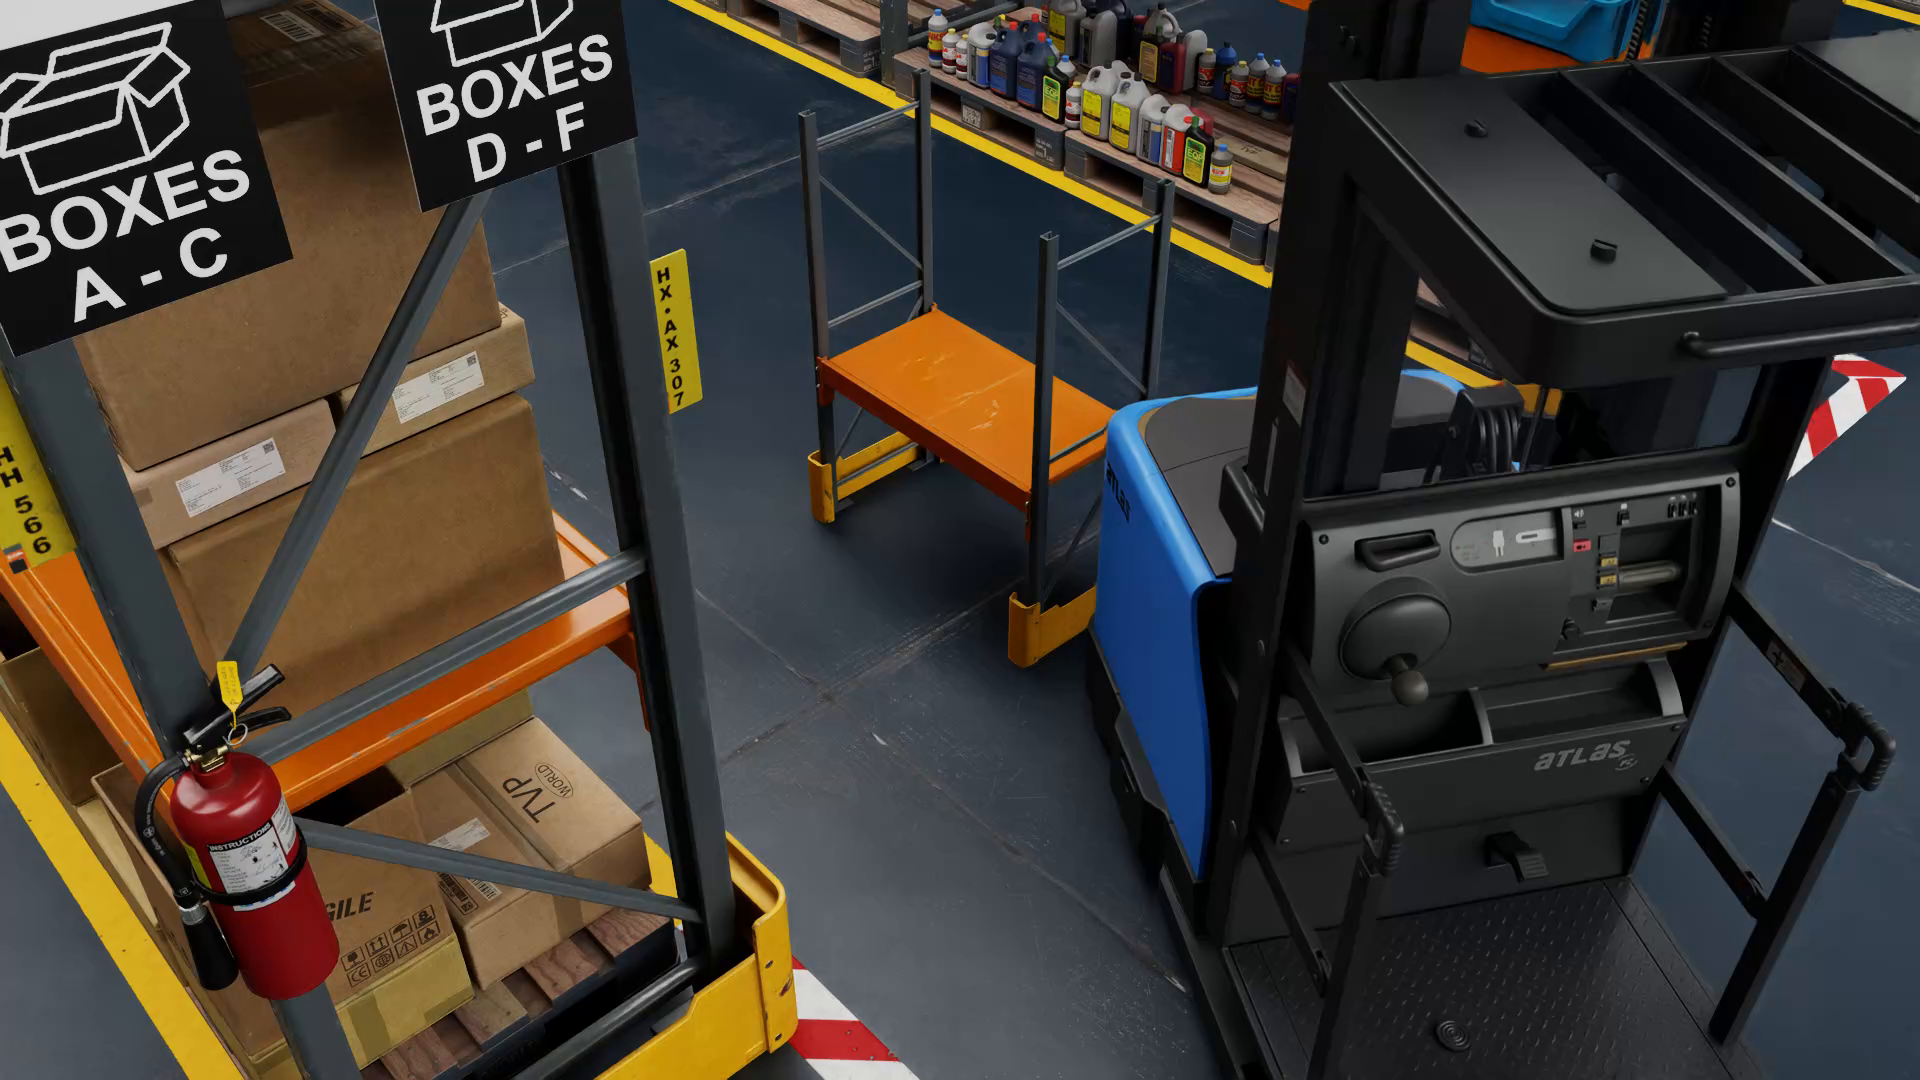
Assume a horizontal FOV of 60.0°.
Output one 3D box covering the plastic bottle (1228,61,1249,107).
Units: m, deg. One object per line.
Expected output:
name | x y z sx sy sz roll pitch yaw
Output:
plastic bottle | 1.341 -2.186 7.946 0.097 0.201 0.097 0 39 0

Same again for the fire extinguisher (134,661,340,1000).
fire extinguisher | -1.209 0.504 2.800 0.296 0.674 0.183 -30 48 -32

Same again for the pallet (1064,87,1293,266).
pallet | 1.251 -1.754 7.754 1.003 0.211 1.213 -30 48 -32

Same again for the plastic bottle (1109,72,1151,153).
plastic bottle | 0.780 -1.953 7.539 0.144 0.351 0.185 -28 47 -30

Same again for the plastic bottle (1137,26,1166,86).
plastic bottle | 0.937 -2.378 8.118 0.061 0.283 0.133 -30 48 -32

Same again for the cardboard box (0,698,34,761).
cardboard box | -2.551 0.317 4.825 0.500 0.250 0.500 -30 48 -32

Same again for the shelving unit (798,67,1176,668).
shelving unit | 0.052 -0.548 5.235 0.587 1.500 1.083 -30 48 -32

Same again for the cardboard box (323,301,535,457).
cardboard box | -1.054 -0.342 3.191 0.380 0.149 0.250 -30 48 -32

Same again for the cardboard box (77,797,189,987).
cardboard box | -1.875 0.779 4.252 0.500 0.250 0.500 -30 48 -32

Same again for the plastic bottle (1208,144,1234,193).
plastic bottle | 1.139 -1.627 7.255 0.097 0.201 0.097 0 39 0

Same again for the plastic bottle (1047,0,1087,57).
plastic bottle | 0.540 -2.636 8.385 0.144 0.351 0.185 -30 48 -32

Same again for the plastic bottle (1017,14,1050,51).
plastic bottle | 0.345 -2.384 8.073 0.144 0.351 0.185 -30 48 -32

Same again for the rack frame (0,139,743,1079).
rack frame | -0.947 0.222 3.088 1.000 3.000 0.127 -30 48 -32

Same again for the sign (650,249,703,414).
sign | -0.534 -0.379 3.080 0.100 0.325 0.005 -30 48 -32

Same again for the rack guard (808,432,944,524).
rack guard | -0.285 -0.292 5.913 0.587 0.250 0.087 -30 48 -32

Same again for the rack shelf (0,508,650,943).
rack shelf | -2.300 -0.424 4.460 1.077 0.370 4.000 -30 48 -32

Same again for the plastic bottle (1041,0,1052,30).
plastic bottle | 0.473 -2.780 8.681 0.097 0.201 0.097 0 39 0

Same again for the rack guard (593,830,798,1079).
rack guard | -0.931 1.206 3.859 1.175 0.500 0.348 -30 48 -32

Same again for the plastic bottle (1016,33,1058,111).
plastic bottle | 0.366 -2.236 7.889 0.185 0.351 0.144 32 49 33

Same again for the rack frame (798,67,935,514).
rack frame | -0.286 -0.779 5.521 0.500 1.500 0.032 -30 48 -32

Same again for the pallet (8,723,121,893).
pallet | -2.316 0.406 5.079 1.003 0.211 1.213 -30 48 -32

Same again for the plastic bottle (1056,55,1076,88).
plastic bottle | 0.494 -2.153 7.849 0.097 0.271 0.097 0 39 0

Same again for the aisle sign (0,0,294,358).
aisle sign | -1.119 -0.634 2.079 0.394 0.787 0.004 -30 48 -32

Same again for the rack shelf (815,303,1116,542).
rack shelf | 0.058 -0.404 5.343 0.538 0.185 1.000 -30 48 -32

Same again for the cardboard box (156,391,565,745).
cardboard box | -1.254 -0.038 3.331 0.700 0.500 0.500 -30 48 -32

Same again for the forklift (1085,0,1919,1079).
forklift | 1.194 0.167 3.210 1.130 2.935 3.031 -8 40 -9

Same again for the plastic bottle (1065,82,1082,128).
plastic bottle | 0.541 -2.037 7.762 0.097 0.201 0.097 0 39 0

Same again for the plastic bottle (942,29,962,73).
plastic bottle | -0.040 -2.434 8.254 0.097 0.201 0.097 0 39 0

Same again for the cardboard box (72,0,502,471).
cardboard box | -1.289 -0.568 2.953 0.700 0.500 0.500 -30 48 -32

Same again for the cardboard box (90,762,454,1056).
cardboard box | -1.529 0.715 3.735 0.500 0.500 0.500 -30 48 -32

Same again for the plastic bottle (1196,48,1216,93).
plastic bottle | 1.202 -2.281 8.064 0.097 0.201 0.097 0 39 0

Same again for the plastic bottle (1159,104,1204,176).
plastic bottle | 0.989 -1.785 7.390 0.152 0.276 0.135 -30 47 -31

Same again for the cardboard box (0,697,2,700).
cardboard box | -2.553 0.026 4.587 0.500 0.500 0.500 -30 48 -32

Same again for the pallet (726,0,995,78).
pallet | -0.561 -2.995 9.290 1.003 0.211 1.213 -30 48 -32

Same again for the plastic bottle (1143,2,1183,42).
plastic bottle | 0.995 -2.459 8.166 0.144 0.351 0.185 -30 48 -32

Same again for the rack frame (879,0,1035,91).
rack frame | -0.001 -3.732 7.984 1.000 3.000 0.127 -30 48 -32

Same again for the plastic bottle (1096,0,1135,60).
plastic bottle | 0.776 -2.609 8.351 0.185 0.351 0.144 32 49 33

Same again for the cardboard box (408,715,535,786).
cardboard box | -1.487 0.556 4.529 0.500 0.250 0.500 -30 48 -32

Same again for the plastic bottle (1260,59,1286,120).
plastic bottle | 1.475 -2.121 7.810 0.097 0.271 0.097 0 39 0

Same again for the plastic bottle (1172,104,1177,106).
plastic bottle | 0.974 -1.882 7.569 0.097 0.201 0.097 0 39 0

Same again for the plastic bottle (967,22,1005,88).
plastic bottle | 0.130 -2.372 8.118 0.152 0.276 0.135 -28 47 -30
